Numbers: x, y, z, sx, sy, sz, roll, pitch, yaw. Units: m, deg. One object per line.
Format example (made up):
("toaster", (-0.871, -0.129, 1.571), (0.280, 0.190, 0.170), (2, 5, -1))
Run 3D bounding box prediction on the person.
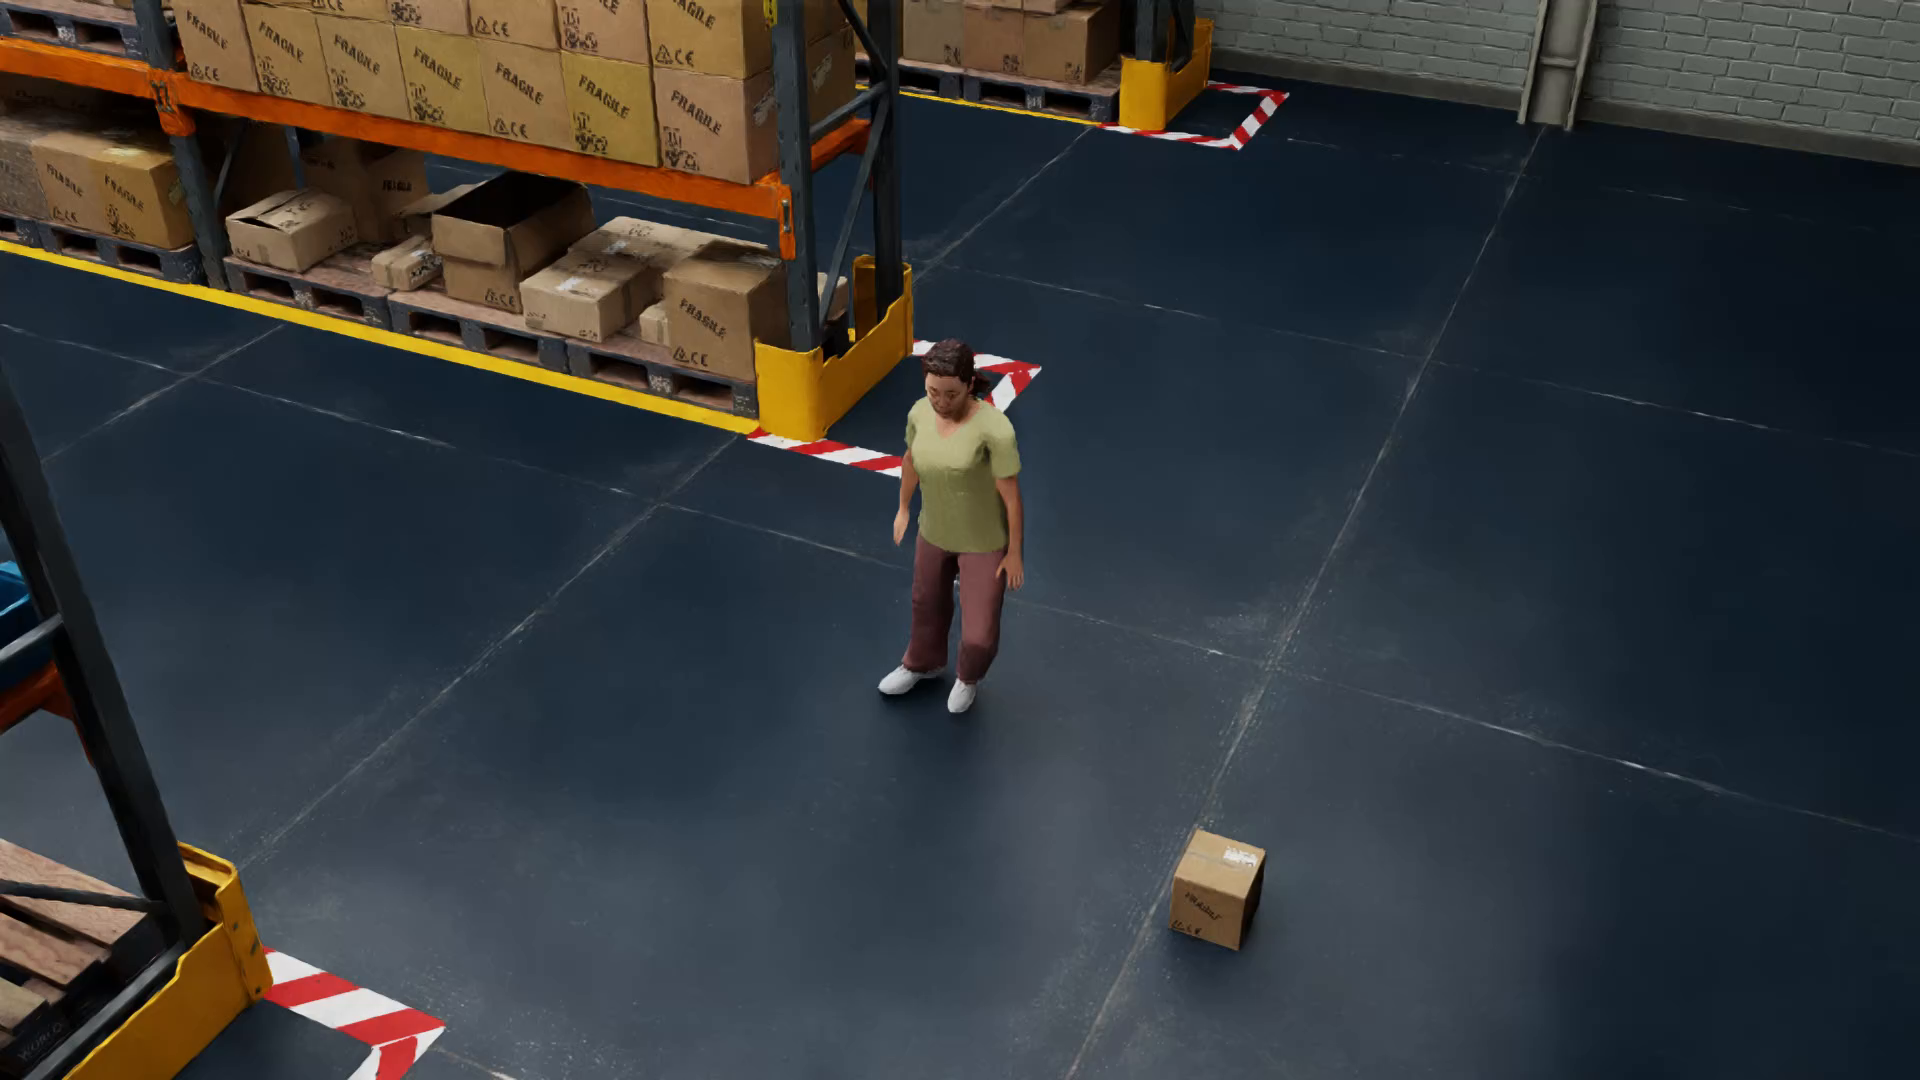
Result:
("person", (-0.023, -0.023, 6.142), (0.636, 1.661, 0.402), (19, 38, 25))
